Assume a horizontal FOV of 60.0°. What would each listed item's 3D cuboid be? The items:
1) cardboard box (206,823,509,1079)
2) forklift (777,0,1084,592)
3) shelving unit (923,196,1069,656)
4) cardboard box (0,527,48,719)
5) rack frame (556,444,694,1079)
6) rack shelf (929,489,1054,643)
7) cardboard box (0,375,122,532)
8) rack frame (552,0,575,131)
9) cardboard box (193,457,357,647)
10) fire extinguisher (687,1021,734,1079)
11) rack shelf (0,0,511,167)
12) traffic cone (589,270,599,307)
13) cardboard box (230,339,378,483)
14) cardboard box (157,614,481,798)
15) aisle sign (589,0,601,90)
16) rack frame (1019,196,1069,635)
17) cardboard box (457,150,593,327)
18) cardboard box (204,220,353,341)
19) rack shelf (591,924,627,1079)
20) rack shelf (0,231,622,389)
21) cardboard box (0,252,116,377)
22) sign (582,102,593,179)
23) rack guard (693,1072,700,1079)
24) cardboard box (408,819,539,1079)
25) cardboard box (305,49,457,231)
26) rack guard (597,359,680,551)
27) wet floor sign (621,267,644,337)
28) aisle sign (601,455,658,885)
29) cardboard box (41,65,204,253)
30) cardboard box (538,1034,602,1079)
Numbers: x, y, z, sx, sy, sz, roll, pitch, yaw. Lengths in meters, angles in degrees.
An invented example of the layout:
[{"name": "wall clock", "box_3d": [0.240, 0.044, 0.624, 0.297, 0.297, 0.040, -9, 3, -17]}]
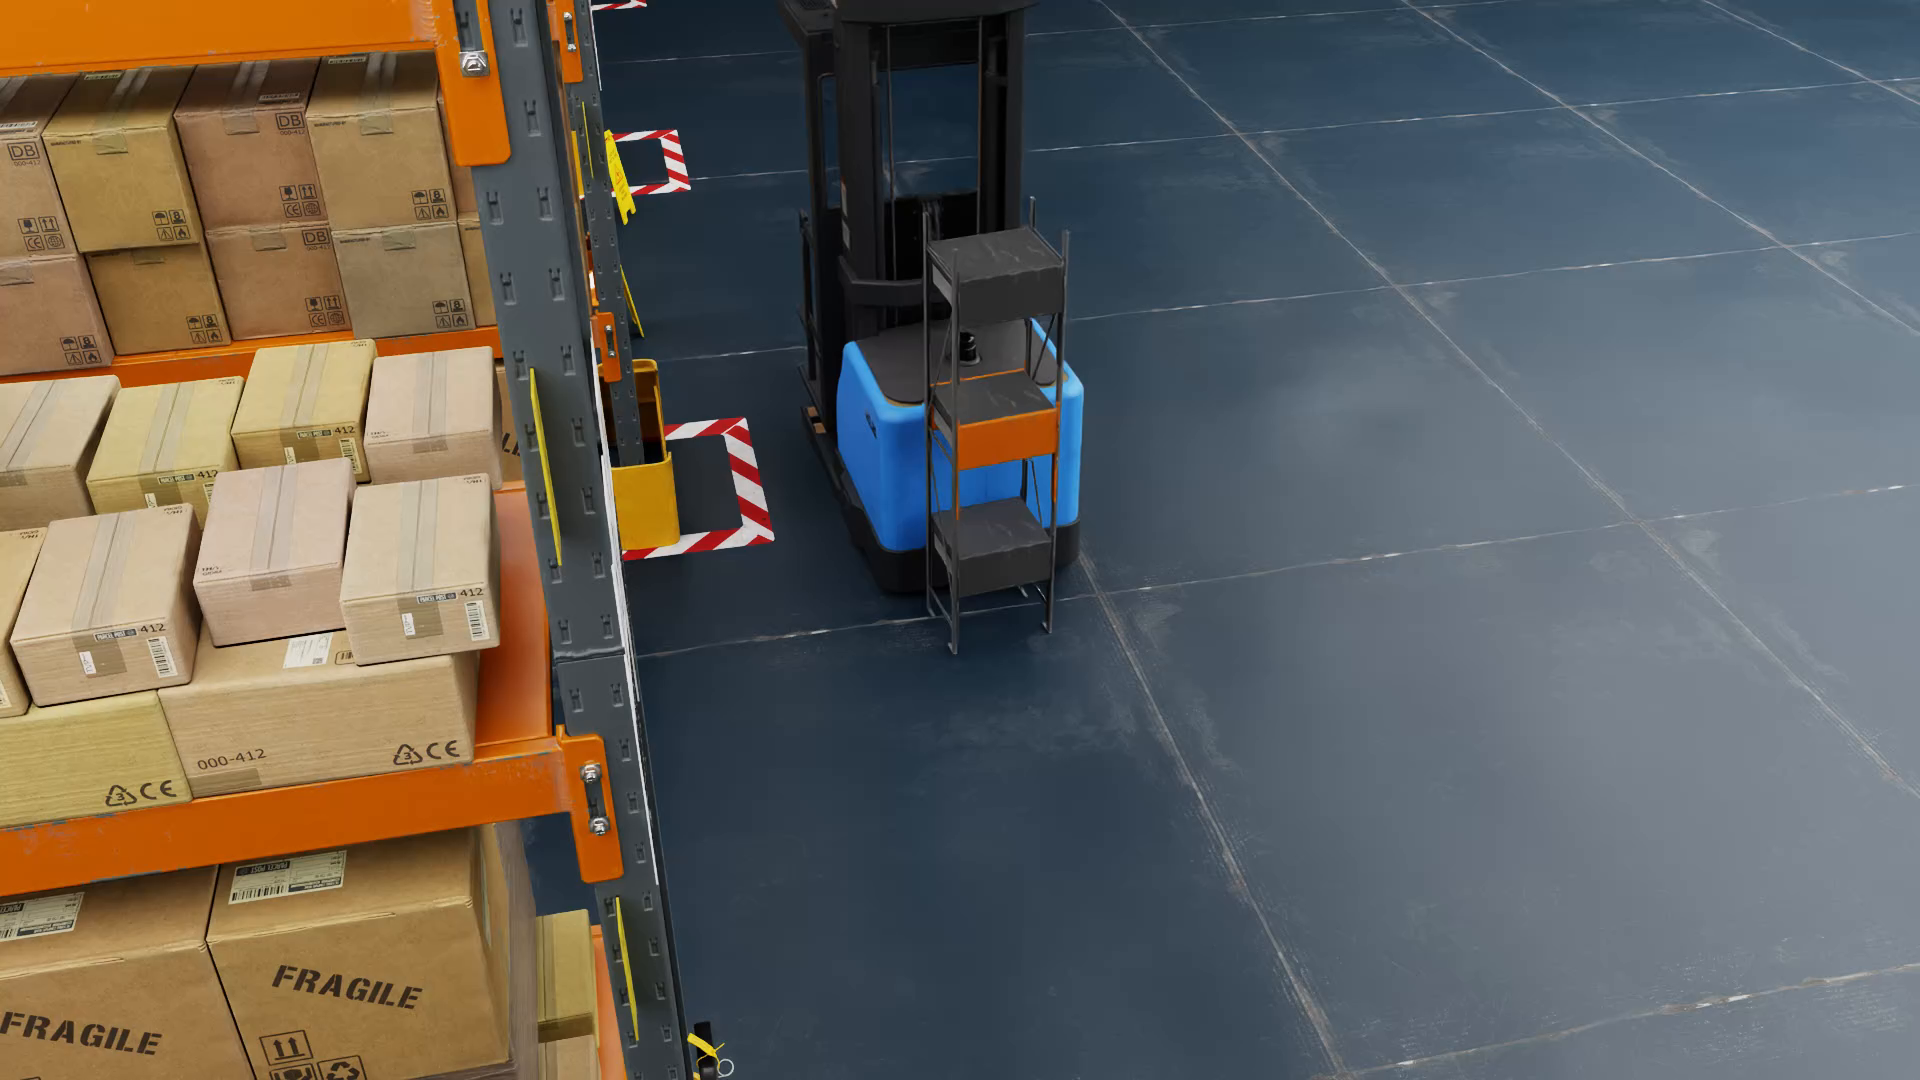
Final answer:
[{"name": "cardboard box", "box_3d": [-1.268, 0.813, 3.592, 0.500, 0.500, 0.500, -7, 35, -11]}, {"name": "forklift", "box_3d": [-0.290, -1.775, 8.765, 1.130, 2.935, 3.031, -9, 35, -13]}, {"name": "shelving unit", "box_3d": [0.144, -0.466, 7.552, 0.503, 2.100, 0.431, -12, 36, -16]}, {"name": "cardboard box", "box_3d": [-1.750, 0.152, 2.917, 0.250, 0.149, 0.380, -7, 34, -10]}, {"name": "rack frame", "box_3d": [-0.786, 1.192, 4.282, 0.127, 3.000, 1.000, -7, 35, -11]}, {"name": "rack shelf", "box_3d": [0.142, 0.121, 7.959, 0.480, 0.518, 0.431, -12, 36, -16]}, {"name": "cardboard box", "box_3d": [-1.881, -0.177, 3.406, 0.250, 0.149, 0.380, -6, 34, -9]}, {"name": "rack frame", "box_3d": [-2.972, -4.194, 12.308, 0.127, 3.000, 1.000, -7, 35, -11]}, {"name": "cardboard box", "box_3d": [-1.268, 0.015, 3.121, 0.250, 0.149, 0.380, -8, 35, -12]}, {"name": "fire extinguisher", "box_3d": [-0.573, 1.460, 3.951, 0.183, 0.674, 0.296, -7, 35, -11]}, {"name": "rack shelf", "box_3d": [-2.737, -0.753, 2.445, 4.000, 0.370, 1.077, -7, 35, -11]}, {"name": "traffic cone", "box_3d": [-2.531, -1.825, 11.055, 0.334, 0.463, 0.336, -7, 35, -11]}, {"name": "cardboard box", "box_3d": [-1.380, -0.270, 3.545, 0.250, 0.149, 0.380, -6, 34, -10]}, {"name": "cardboard box", "box_3d": [-1.200, 0.206, 3.194, 0.500, 0.250, 0.500, -6, 34, -9]}, {"name": "aisle sign", "box_3d": [-1.646, -2.442, 7.363, 0.004, 0.787, 0.394, -7, 35, -11]}, {"name": "rack frame", "box_3d": [0.374, -0.512, 7.621, 0.015, 2.100, 0.400, -12, 36, -16]}, {"name": "cardboard box", "box_3d": [-2.134, -1.508, 8.171, 0.550, 0.550, 0.875, -7, 35, -11]}, {"name": "cardboard box", "box_3d": [-3.239, -1.428, 8.052, 0.550, 0.550, 0.875, -7, 35, -11]}, {"name": "rack shelf", "box_3d": [-2.737, 1.736, 4.116, 4.000, 0.370, 1.077, -7, 35, -11]}, {"name": "rack shelf", "box_3d": [-3.733, -0.972, 8.152, 4.000, 0.370, 1.077, -7, 35, -11]}, {"name": "cardboard box", "box_3d": [-4.242, -1.221, 7.743, 0.550, 0.550, 0.875, -7, 35, -11]}, {"name": "sign", "box_3d": [-1.676, -1.799, 7.487, 0.005, 0.325, 0.100, -7, 35, -11]}, {"name": "rack guard", "box_3d": [-0.860, 2.239, 4.965, 0.348, 0.500, 1.175, -7, 35, -11]}, {"name": "cardboard box", "box_3d": [-1.329, 1.079, 4.093, 0.500, 0.500, 0.875, -7, 35, -11]}, {"name": "cardboard box", "box_3d": [-2.668, -1.885, 7.763, 0.550, 0.550, 0.875, -7, 35, -11]}, {"name": "rack guard", "box_3d": [-1.758, -0.481, 9.019, 0.348, 0.500, 1.175, -7, 35, -11]}, {"name": "wet floor sign", "box_3d": [-2.190, -1.618, 10.583, 0.232, 0.644, 0.267, -13, 36, -19]}, {"name": "aisle sign", "box_3d": [-0.660, 0.268, 3.326, 0.004, 0.787, 0.394, -7, 35, -11]}, {"name": "cardboard box", "box_3d": [-3.733, -1.754, 7.568, 0.500, 0.550, 0.875, -7, 35, -11]}, {"name": "cardboard box", "box_3d": [-1.019, 1.443, 4.133, 0.250, 0.149, 0.380, -7, 35, -11]}]
